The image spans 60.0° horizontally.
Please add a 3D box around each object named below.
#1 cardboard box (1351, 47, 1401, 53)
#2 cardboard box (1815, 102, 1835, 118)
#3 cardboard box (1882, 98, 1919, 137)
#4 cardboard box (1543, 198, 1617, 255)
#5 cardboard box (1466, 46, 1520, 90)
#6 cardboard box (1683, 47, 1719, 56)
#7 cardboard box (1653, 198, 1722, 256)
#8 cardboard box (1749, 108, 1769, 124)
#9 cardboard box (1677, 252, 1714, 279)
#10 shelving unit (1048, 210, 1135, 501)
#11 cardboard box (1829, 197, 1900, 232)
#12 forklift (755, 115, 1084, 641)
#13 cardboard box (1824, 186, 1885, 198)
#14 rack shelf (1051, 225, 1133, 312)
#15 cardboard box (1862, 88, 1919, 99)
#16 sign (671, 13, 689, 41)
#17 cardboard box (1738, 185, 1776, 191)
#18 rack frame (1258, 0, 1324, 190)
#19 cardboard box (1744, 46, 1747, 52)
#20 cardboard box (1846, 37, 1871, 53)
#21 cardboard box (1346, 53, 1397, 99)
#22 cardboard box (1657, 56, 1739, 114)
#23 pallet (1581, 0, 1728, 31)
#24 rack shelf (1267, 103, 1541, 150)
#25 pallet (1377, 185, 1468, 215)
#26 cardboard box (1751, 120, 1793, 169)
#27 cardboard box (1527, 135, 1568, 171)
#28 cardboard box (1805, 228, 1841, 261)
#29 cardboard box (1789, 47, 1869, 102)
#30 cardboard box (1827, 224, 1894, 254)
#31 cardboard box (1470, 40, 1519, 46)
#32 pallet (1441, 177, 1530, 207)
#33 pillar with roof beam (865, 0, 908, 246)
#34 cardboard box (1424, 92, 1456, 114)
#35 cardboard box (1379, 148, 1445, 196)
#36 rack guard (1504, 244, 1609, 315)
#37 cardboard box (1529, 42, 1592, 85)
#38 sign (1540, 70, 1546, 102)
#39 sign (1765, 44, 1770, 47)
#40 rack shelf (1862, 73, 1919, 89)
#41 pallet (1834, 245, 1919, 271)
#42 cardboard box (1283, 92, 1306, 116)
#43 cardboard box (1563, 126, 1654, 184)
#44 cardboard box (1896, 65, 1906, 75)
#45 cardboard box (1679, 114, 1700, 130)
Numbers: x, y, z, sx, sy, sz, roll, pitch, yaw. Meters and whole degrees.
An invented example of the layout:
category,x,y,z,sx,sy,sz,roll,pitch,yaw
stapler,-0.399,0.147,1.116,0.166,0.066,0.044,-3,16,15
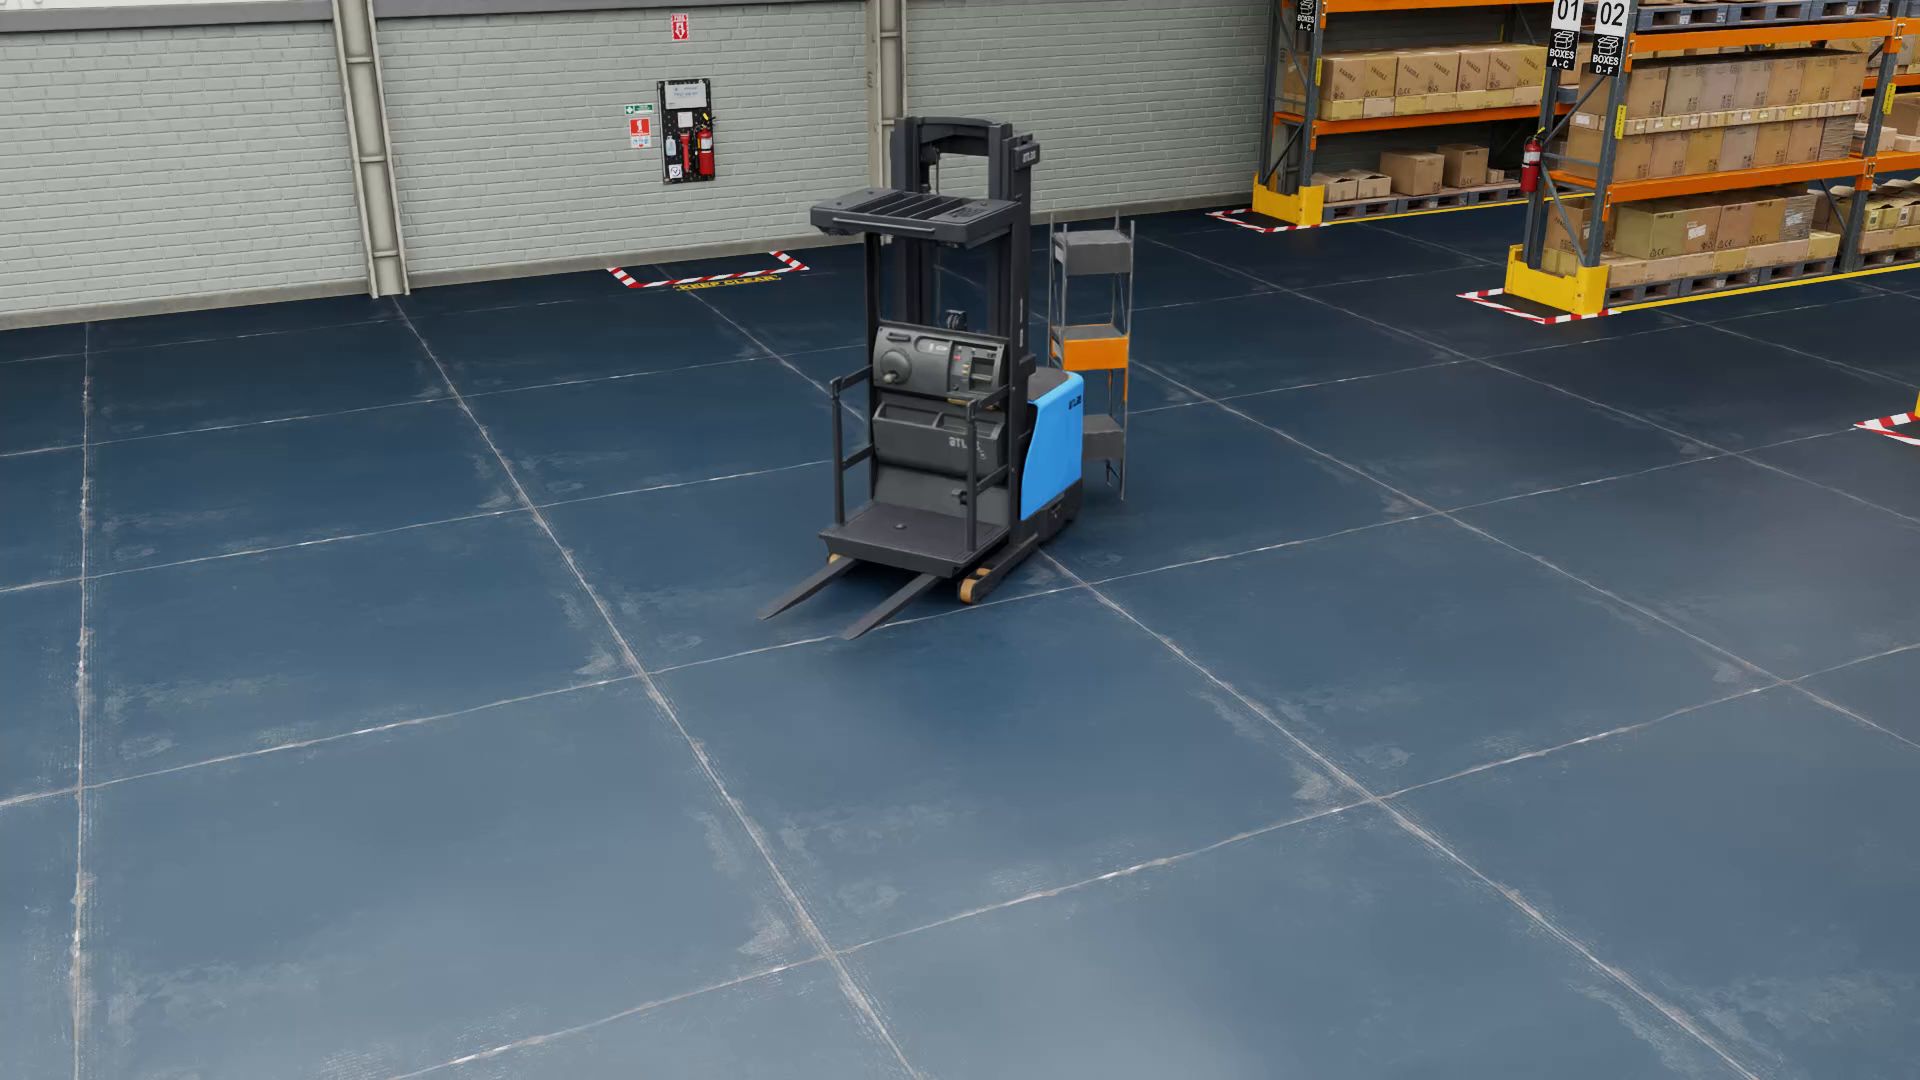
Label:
category,x,y,z,sx,sy,sz,roll,pitch,yaw
cardboard box,5.529,-6.285,22.200,0.500,0.500,0.500,-11,25,-25
cardboard box,9.420,-4.779,18.394,0.250,0.149,0.380,-11,25,-25
cardboard box,11.205,-4.892,19.515,0.500,0.500,0.500,-9,24,-20
cardboard box,6.781,-3.434,18.190,0.500,0.500,0.500,-10,25,-24
cardboard box,7.140,-6.360,22.381,0.500,0.500,0.500,-11,25,-24
cardboard box,10.573,-7.072,24.208,0.500,0.500,0.700,-13,26,-29
cardboard box,7.901,-3.426,18.171,0.500,0.500,0.500,-10,25,-24
cardboard box,8.496,-4.608,17.982,0.250,0.149,0.380,-10,24,-22
cardboard box,7.906,-3.076,18.304,0.500,0.250,0.500,-10,25,-24
shelving unit,0.937,-1.318,12.189,0.503,2.100,0.431,-5,23,-11
cardboard box,10.512,-3.802,19.325,0.500,0.311,0.500,-10,25,-23
forklift,-0.240,-1.134,10.658,1.130,2.935,3.031,11,25,25
cardboard box,10.738,-4.073,19.982,0.500,0.311,0.500,-10,24,-22
rack shelf,0.937,-1.952,11.927,0.480,0.518,0.431,-5,23,-11
cardboard box,14.558,-6.718,26.319,0.750,0.750,0.750,-10,25,-23
sign,-3.169,-5.806,18.823,0.199,0.298,0.001,-10,25,-24
cardboard box,9.030,-3.852,19.199,0.500,0.500,0.500,-10,25,-24
rack frame,4.275,-5.679,21.548,0.127,3.000,1.000,-10,25,-24
cardboard box,11.795,-7.368,25.083,0.500,0.500,0.500,-10,25,-23
cardboard box,13.422,-7.446,25.271,0.500,0.500,0.500,-10,24,-22
cardboard box,5.285,-6.020,21.561,0.500,0.500,0.500,-10,25,-23
cardboard box,7.826,-4.873,17.774,0.500,0.500,0.700,-10,25,-23
pallet,7.075,-5.426,17.131,1.213,0.211,1.003,-10,25,-24
rack shelf,6.077,-5.679,22.487,4.000,0.370,1.077,-10,25,-24
pallet,6.189,-4.727,22.894,1.213,0.211,1.003,-10,25,-24
cardboard box,8.708,-4.435,18.412,0.500,0.500,0.700,-10,25,-23
cardboard box,8.535,-5.519,23.854,0.500,0.500,0.700,-10,24,-22
cardboard box,9.708,-3.408,19.106,0.500,0.250,0.500,-10,25,-24
cardboard box,9.634,-5.206,18.578,0.500,0.500,0.700,-10,25,-23
cardboard box,10.502,-3.541,19.430,0.500,0.250,0.500,-11,25,-25
cardboard box,7.365,-6.623,23.018,0.500,0.500,0.500,-11,25,-25
pallet,7.289,-4.931,23.386,1.213,0.211,1.003,-10,25,-24
pillar with roof beam,0.991,-6.387,15.413,0.400,9.000,9.100,-10,25,-24
cardboard box,6.232,-5.847,22.124,0.500,0.250,0.500,-10,25,-23
cardboard box,6.134,-5.010,22.625,0.500,0.500,0.700,-12,25,-27
rack guard,6.405,-2.814,17.894,0.348,0.500,1.175,-10,25,-24
cardboard box,8.353,-6.665,23.224,0.500,0.500,0.700,-10,25,-23
sign,6.204,-4.807,17.616,0.005,0.325,0.100,-10,25,-24
sign,11.727,-7.319,24.100,0.005,0.325,0.100,-10,25,-24
rack shelf,13.286,-7.006,25.693,4.000,0.370,1.077,-10,25,-24
pallet,10.678,-3.484,19.890,1.213,0.211,1.003,-10,25,-24
cardboard box,4.612,-5.764,21.922,0.500,0.250,0.500,-10,25,-23
cardboard box,6.853,-4.092,17.583,0.500,0.500,0.700,-10,25,-24
cardboard box,14.436,-7.332,25.843,0.250,0.149,0.380,-10,24,-22
cardboard box,7.564,-4.436,17.567,0.250,0.149,0.380,-11,25,-24
